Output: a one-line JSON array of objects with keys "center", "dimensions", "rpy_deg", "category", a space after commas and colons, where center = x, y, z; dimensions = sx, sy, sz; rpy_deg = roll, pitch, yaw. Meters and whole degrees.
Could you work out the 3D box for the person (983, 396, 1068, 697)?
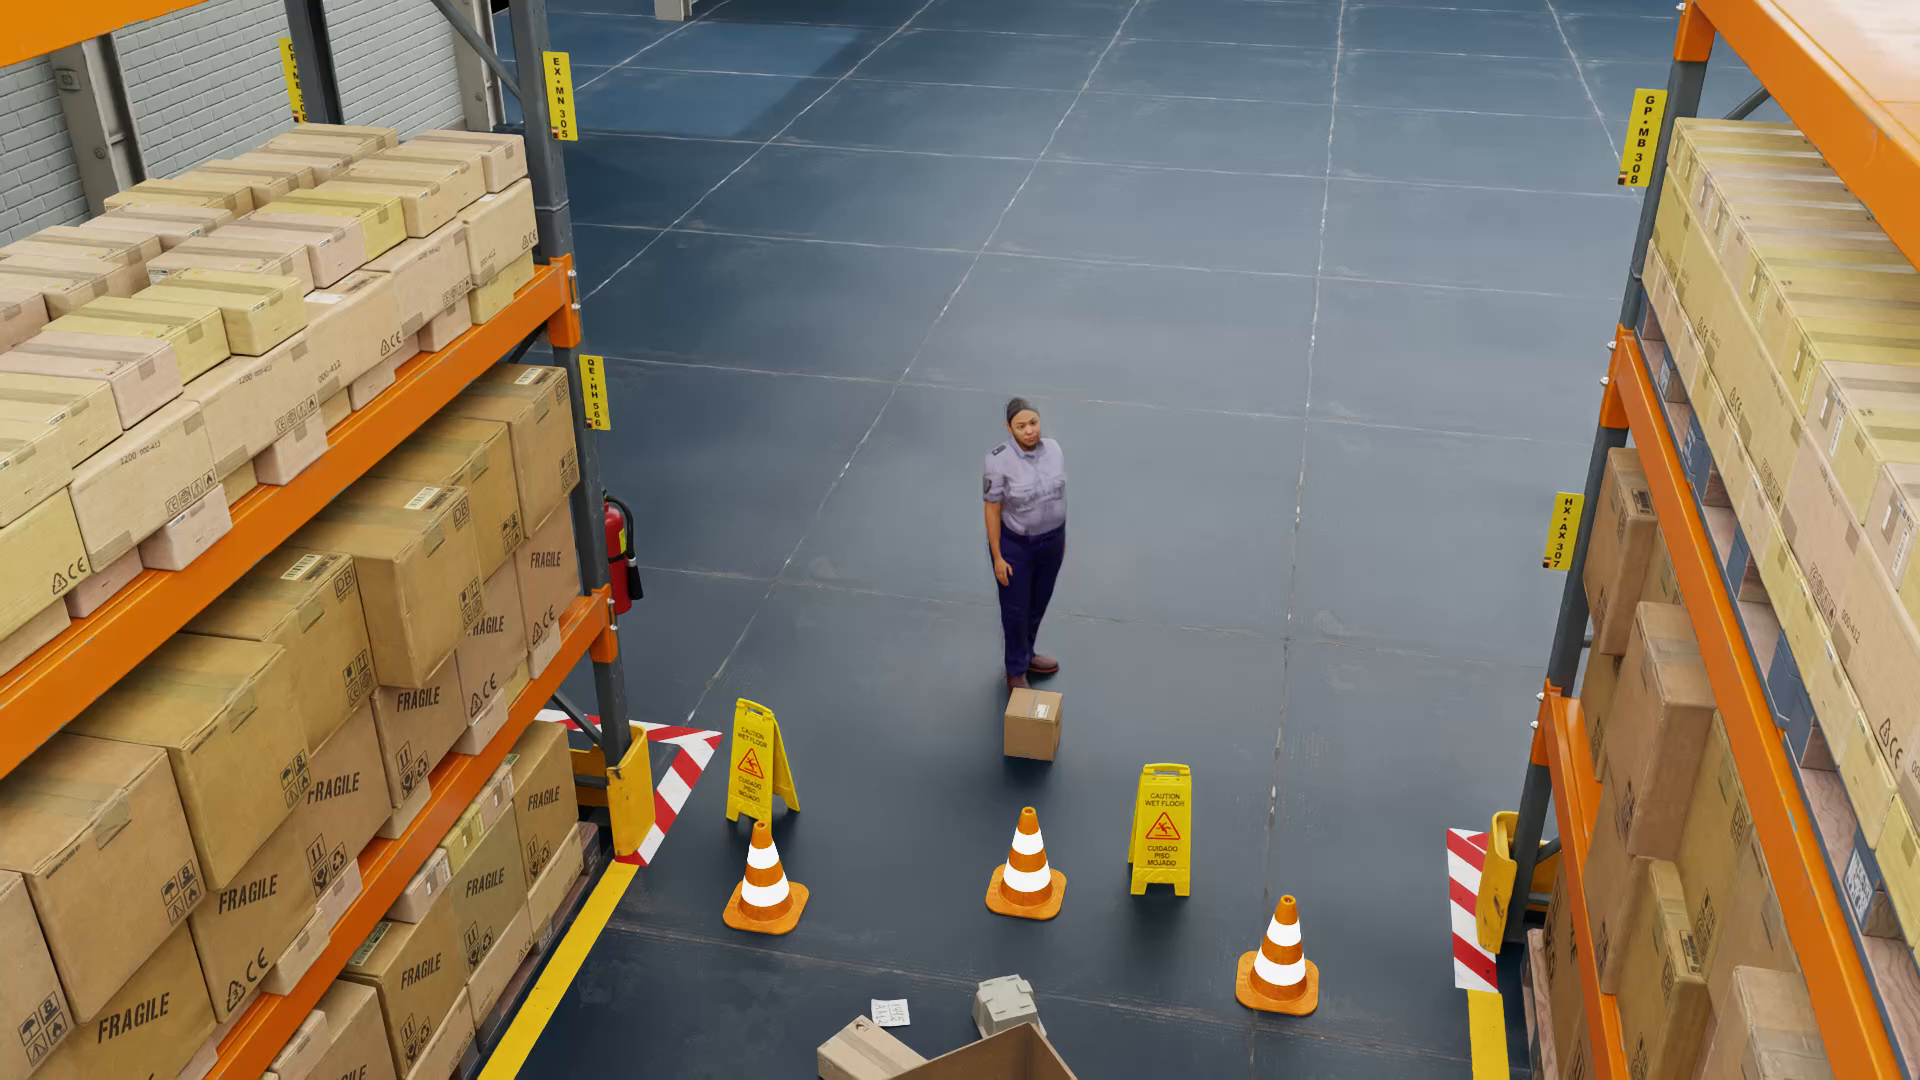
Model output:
[{"center": [0.357, 0.035, 8.554], "dimensions": [0.490, 1.654, 0.379], "rpy_deg": [-18, 34, -29], "category": "person"}]
